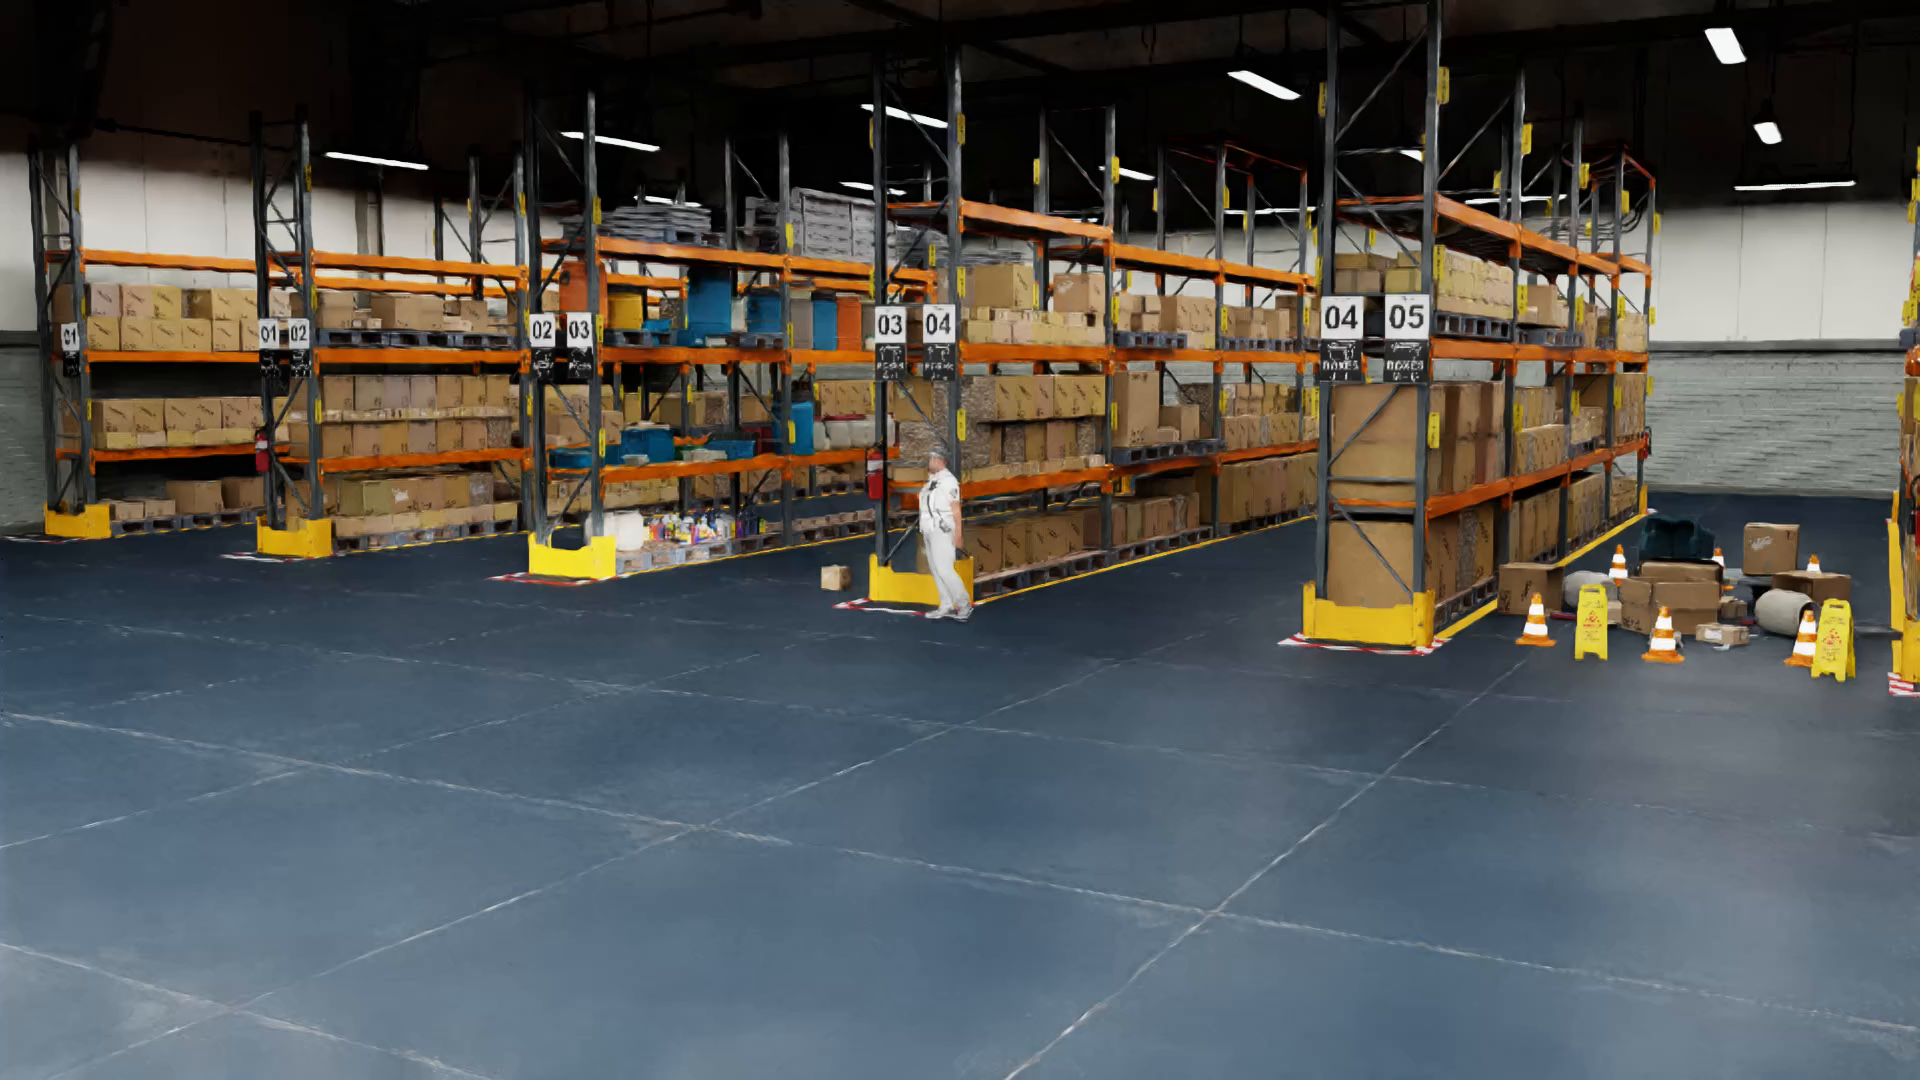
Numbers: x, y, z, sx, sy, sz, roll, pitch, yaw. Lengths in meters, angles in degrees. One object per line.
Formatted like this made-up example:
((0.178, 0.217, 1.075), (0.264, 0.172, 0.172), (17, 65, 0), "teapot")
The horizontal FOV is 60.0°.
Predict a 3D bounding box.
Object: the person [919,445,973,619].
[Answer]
((-0.147, -0.080, 16.774), (0.501, 1.755, 0.655), (-2, 6, -21), "person")
